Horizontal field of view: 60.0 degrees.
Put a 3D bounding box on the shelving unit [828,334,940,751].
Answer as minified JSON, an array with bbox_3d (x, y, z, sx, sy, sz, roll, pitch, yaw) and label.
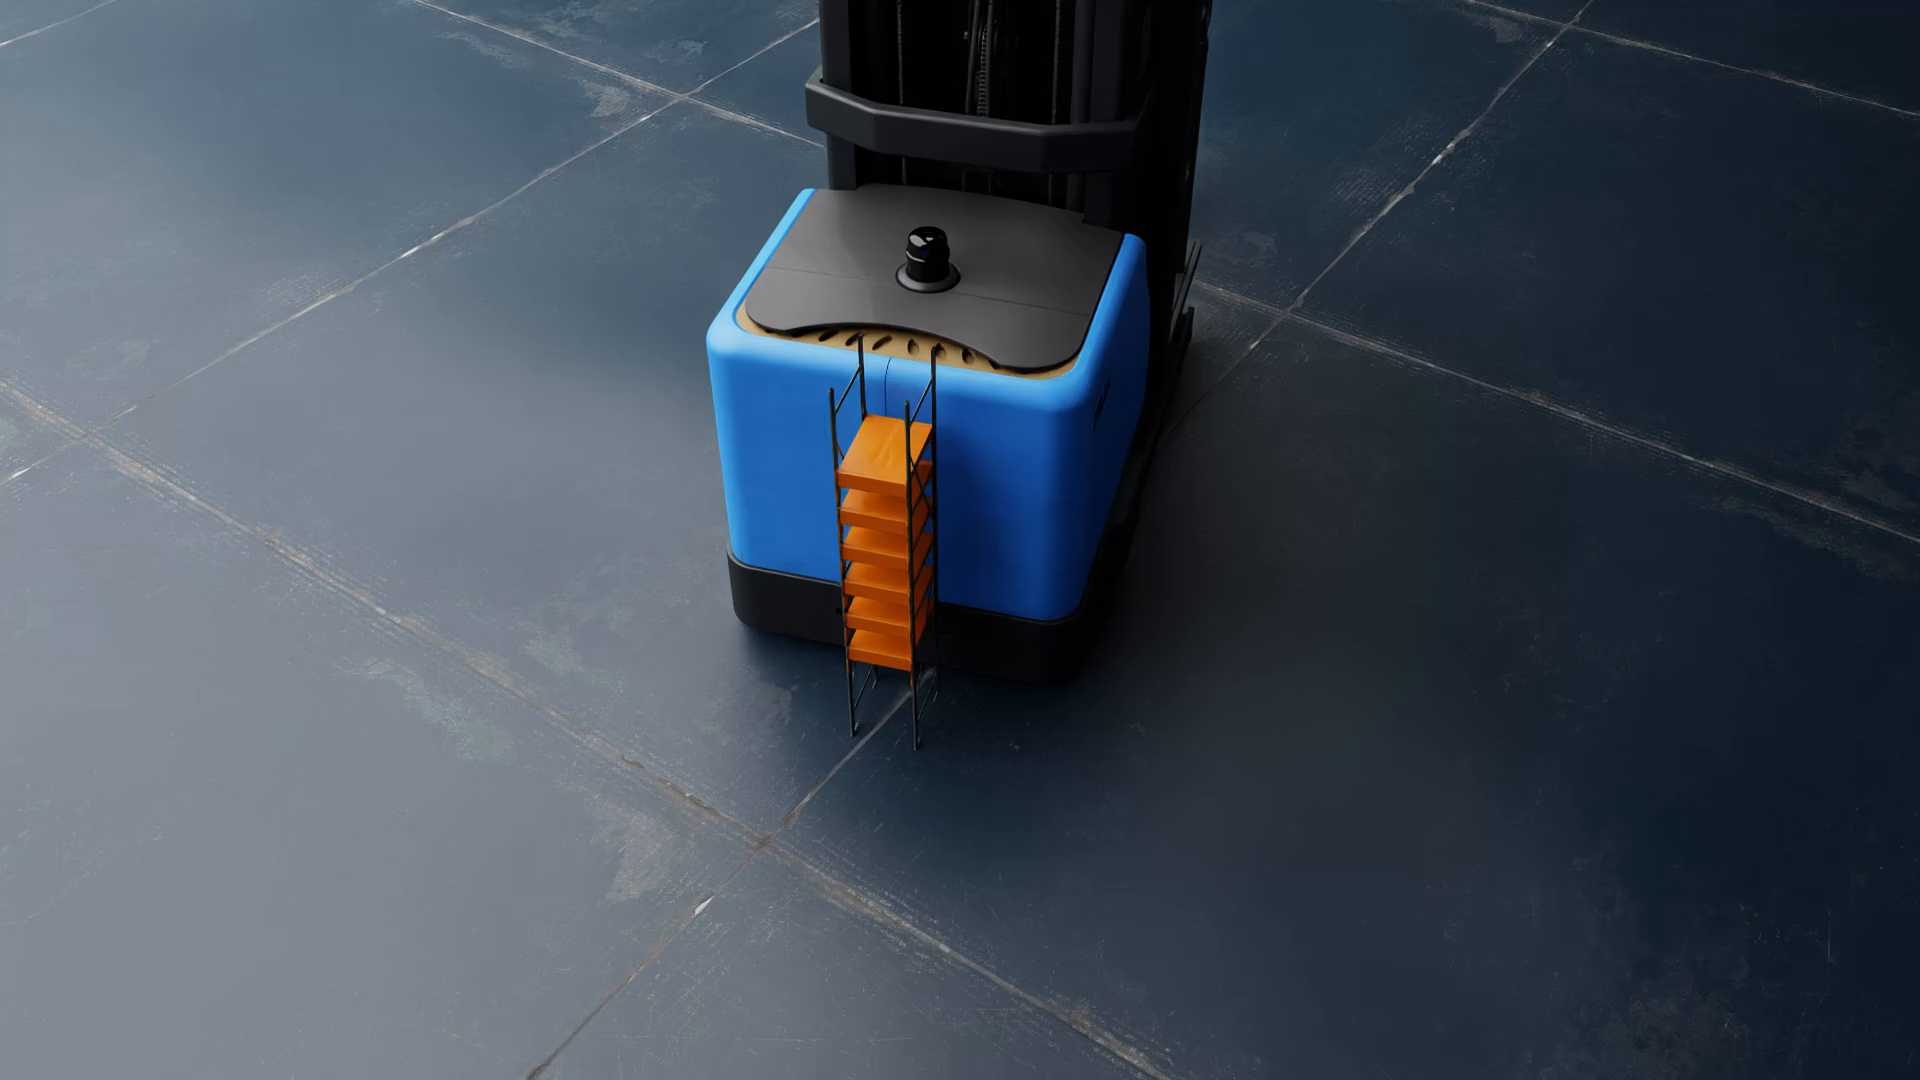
[{"bbox_3d":[-0.181,0.044,4.301,0.189,1.200,0.258,10,43,11],"label":"shelving unit"}]

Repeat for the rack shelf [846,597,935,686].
[{"bbox_3d":[-0.181,0.255,4.491,0.180,0.103,0.258,10,43,11],"label":"rack shelf"}]

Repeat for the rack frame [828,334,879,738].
[{"bbox_3d":[-0.269,0.028,4.319,0.006,1.200,0.240,10,43,11],"label":"rack frame"}]

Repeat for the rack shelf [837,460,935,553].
[{"bbox_3d":[-0.181,-0.102,4.171,0.180,0.103,0.258,10,43,11],"label":"rack shelf"}]

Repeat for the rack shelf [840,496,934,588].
[{"bbox_3d":[-0.181,-0.013,4.251,0.180,0.103,0.258,10,43,11],"label":"rack shelf"}]

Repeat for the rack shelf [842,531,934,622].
[{"bbox_3d":[-0.181,0.077,4.331,0.180,0.103,0.258,10,43,11],"label":"rack shelf"}]

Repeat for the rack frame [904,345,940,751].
[{"bbox_3d":[-0.093,0.060,4.283,0.006,1.200,0.240,10,43,11],"label":"rack frame"}]

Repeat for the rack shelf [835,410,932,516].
[{"bbox_3d":[-0.181,-0.191,4.091,0.180,0.103,0.258,10,43,11],"label":"rack shelf"}]

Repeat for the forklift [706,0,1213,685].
[{"bbox_3d":[0.211,-1.680,4.929,1.130,2.935,3.031,10,43,11],"label":"forklift"}]

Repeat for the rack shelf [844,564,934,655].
[{"bbox_3d":[-0.181,0.166,4.411,0.180,0.103,0.258,10,43,11],"label":"rack shelf"}]
